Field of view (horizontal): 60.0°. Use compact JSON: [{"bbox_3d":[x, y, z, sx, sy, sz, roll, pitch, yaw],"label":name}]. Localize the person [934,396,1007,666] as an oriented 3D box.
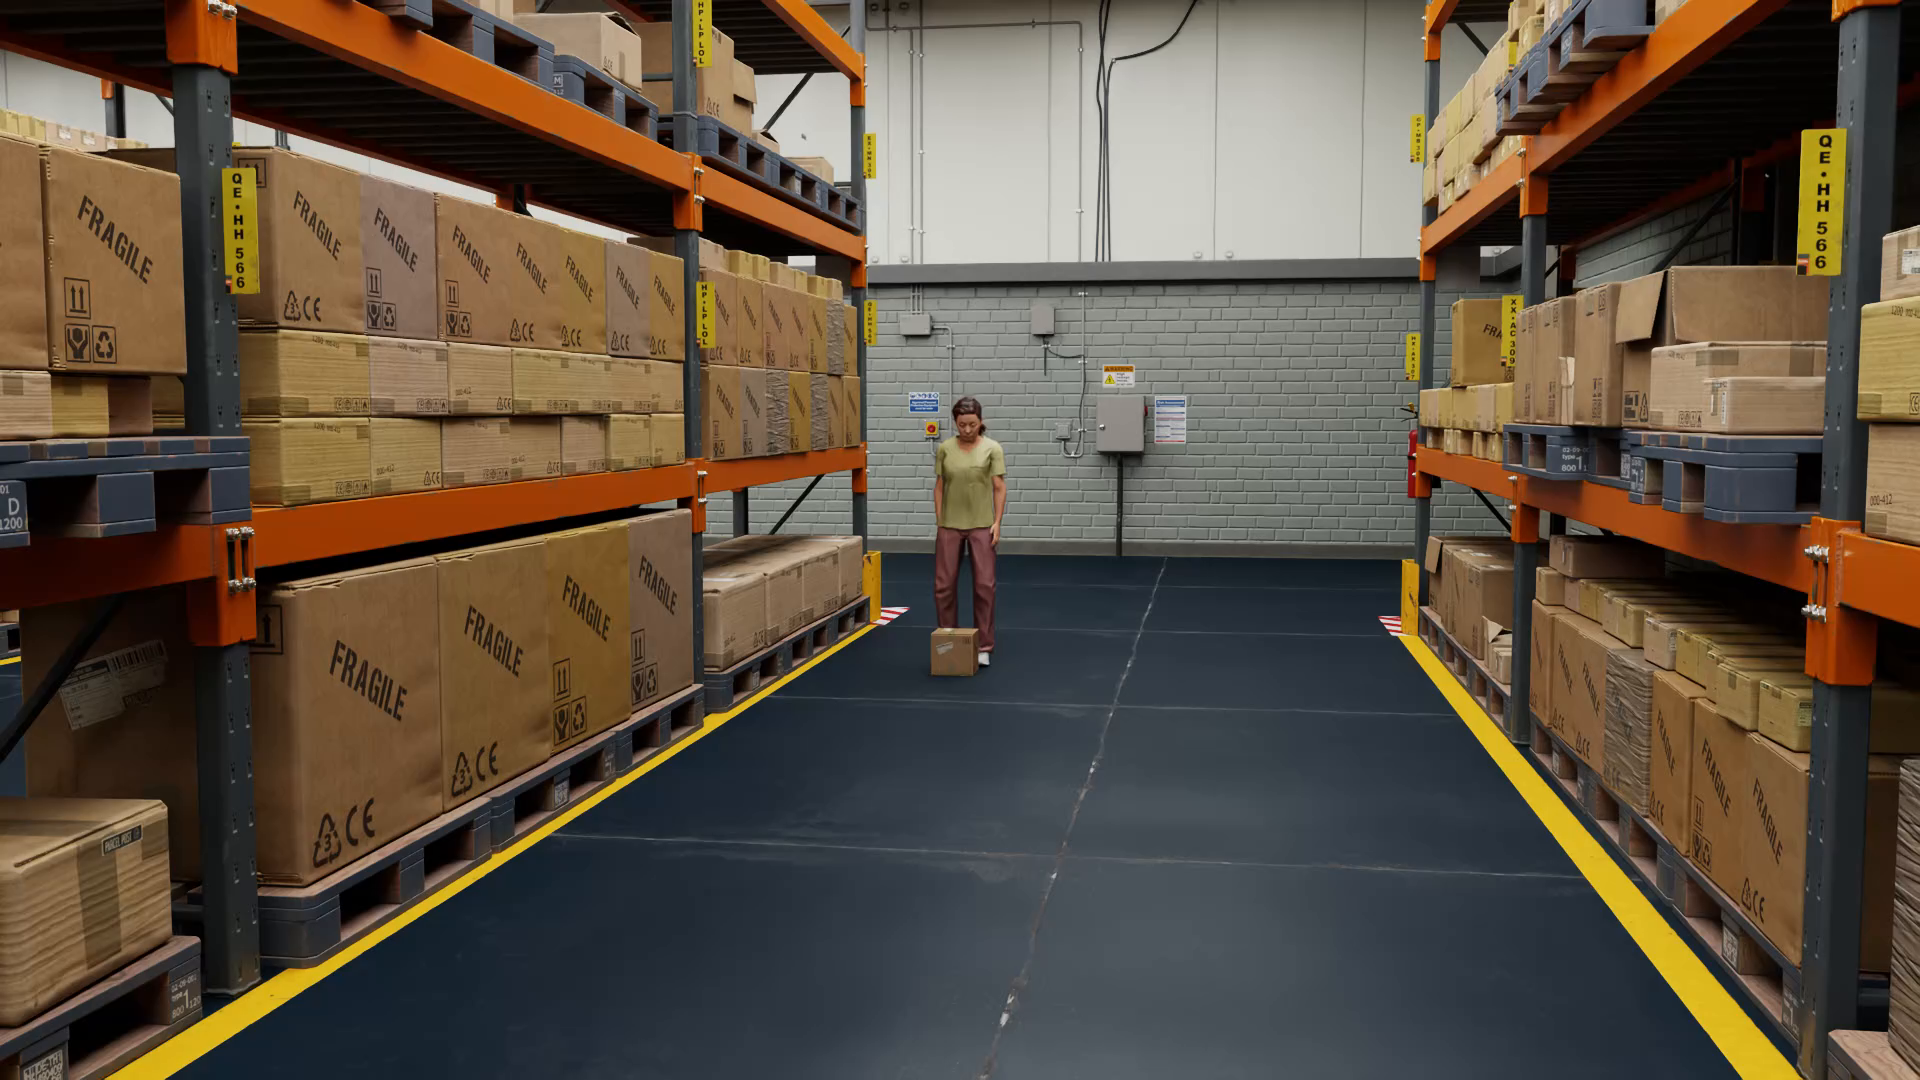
[{"bbox_3d":[0.057,0.062,10.265,0.458,1.421,0.351,1,5,10],"label":"person"}]
